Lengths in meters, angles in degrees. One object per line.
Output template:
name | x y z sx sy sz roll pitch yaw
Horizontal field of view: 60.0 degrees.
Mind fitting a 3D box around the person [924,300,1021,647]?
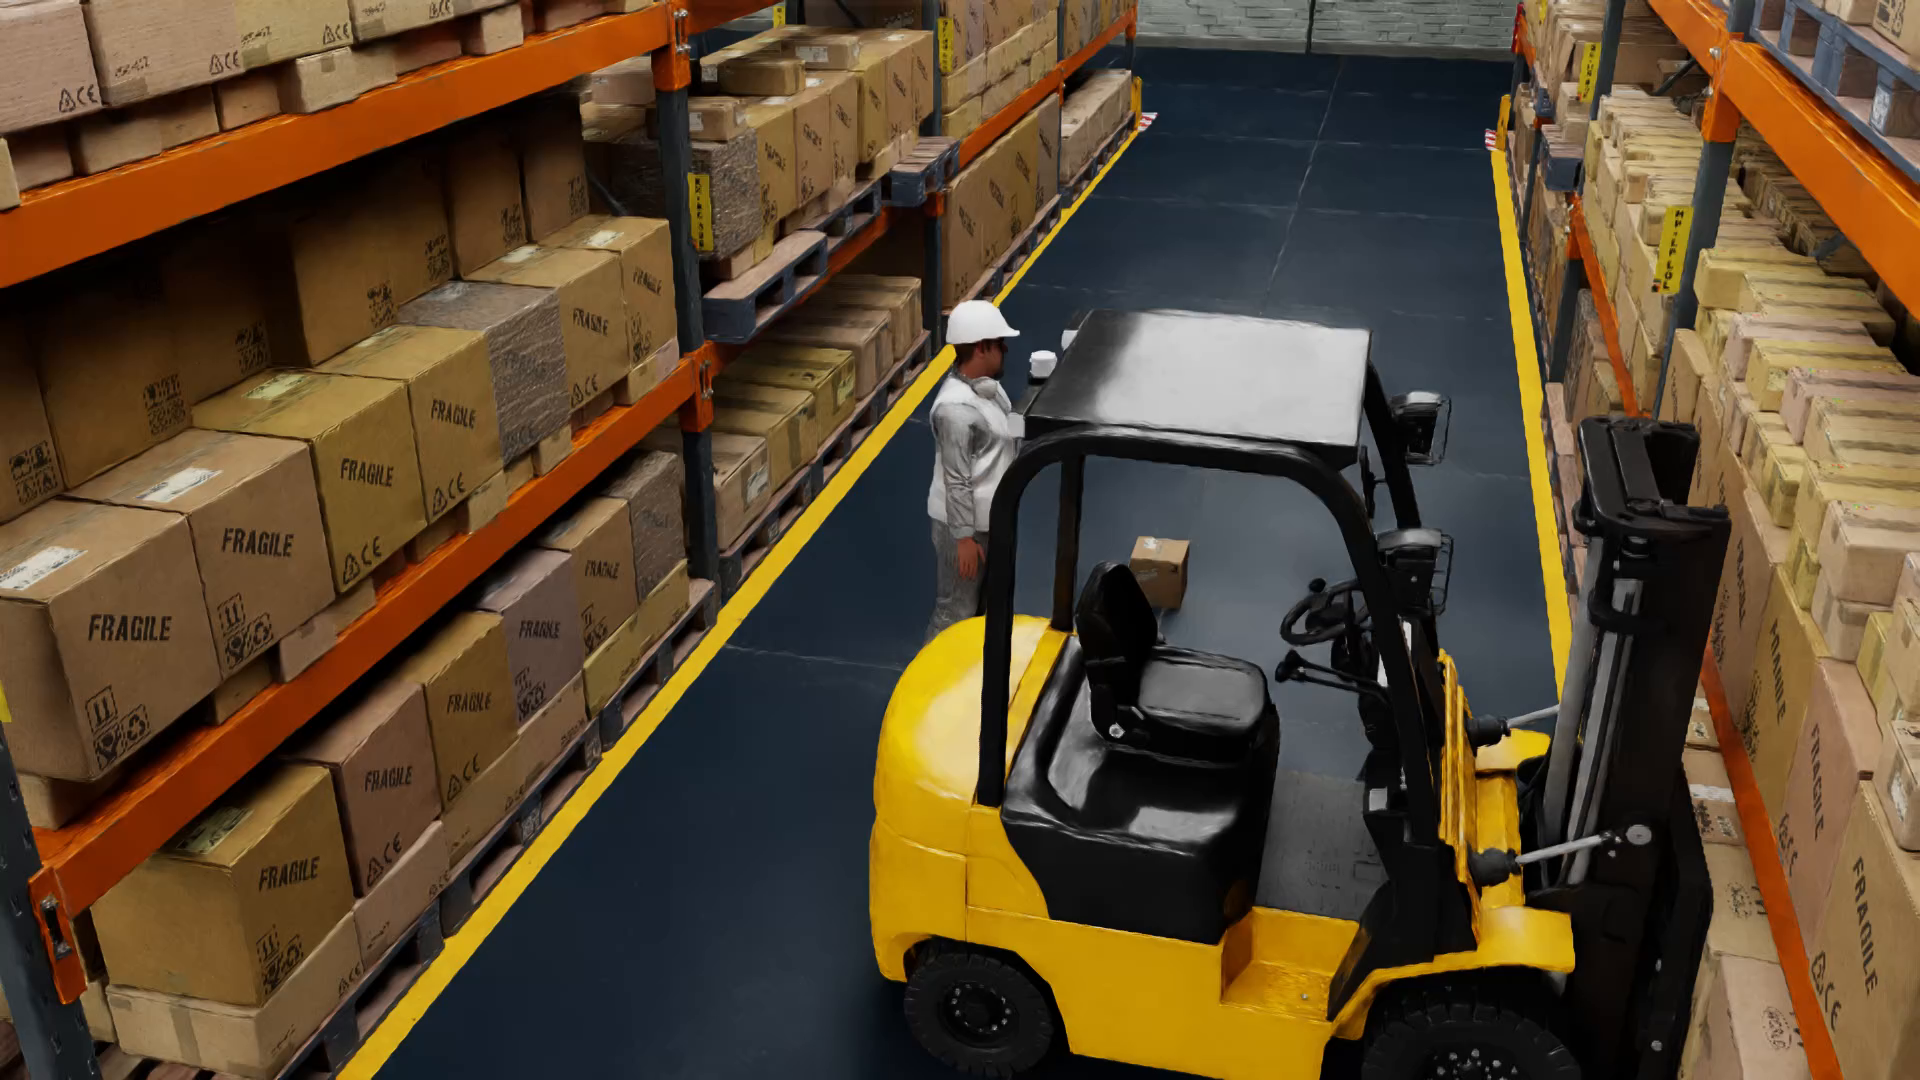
person | 0.097 -0.109 6.751 0.501 1.772 0.608 6 26 13
